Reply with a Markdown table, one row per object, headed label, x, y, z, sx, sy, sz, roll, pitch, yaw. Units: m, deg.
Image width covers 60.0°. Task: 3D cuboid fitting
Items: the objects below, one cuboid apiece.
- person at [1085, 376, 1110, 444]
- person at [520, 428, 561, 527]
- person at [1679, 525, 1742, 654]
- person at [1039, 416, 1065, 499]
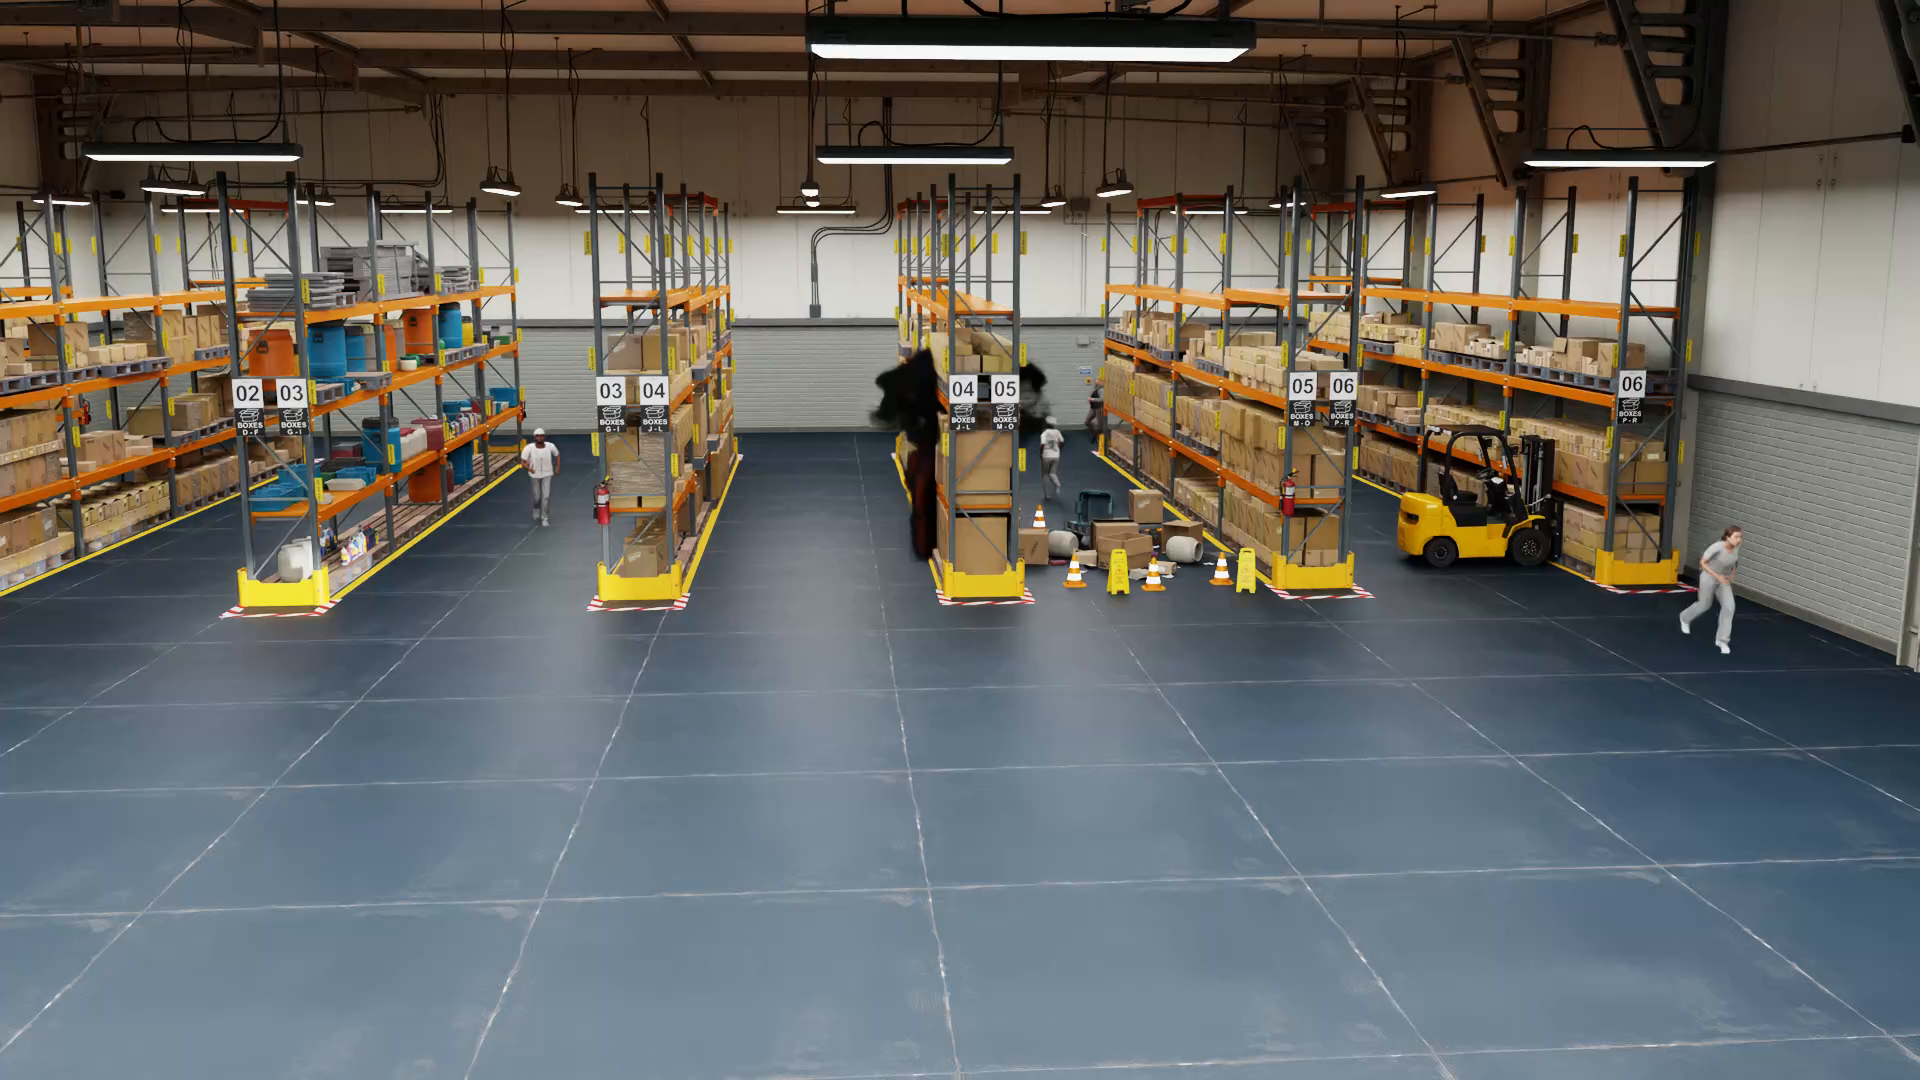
| label | x | y | z | sx | sy | sz | roll | pitch | yaw |
| --- | --- | --- | --- | --- | --- | --- | --- | --- | --- |
| person | 3.510 | -3.317 | 42.572 | 0.717 | 1.743 | 0.627 | -5 | 11 | -24 |
| person | -7.600 | -1.154 | 30.195 | 0.725 | 1.769 | 0.824 | -3 | 11 | -18 |
| person | 9.502 | 0.561 | 21.041 | 0.600 | 1.624 | 1.004 | -3 | 10 | -17 |
| person | 1.823 | -1.629 | 33.181 | 0.575 | 1.691 | 0.669 | -4 | 11 | -24 |
